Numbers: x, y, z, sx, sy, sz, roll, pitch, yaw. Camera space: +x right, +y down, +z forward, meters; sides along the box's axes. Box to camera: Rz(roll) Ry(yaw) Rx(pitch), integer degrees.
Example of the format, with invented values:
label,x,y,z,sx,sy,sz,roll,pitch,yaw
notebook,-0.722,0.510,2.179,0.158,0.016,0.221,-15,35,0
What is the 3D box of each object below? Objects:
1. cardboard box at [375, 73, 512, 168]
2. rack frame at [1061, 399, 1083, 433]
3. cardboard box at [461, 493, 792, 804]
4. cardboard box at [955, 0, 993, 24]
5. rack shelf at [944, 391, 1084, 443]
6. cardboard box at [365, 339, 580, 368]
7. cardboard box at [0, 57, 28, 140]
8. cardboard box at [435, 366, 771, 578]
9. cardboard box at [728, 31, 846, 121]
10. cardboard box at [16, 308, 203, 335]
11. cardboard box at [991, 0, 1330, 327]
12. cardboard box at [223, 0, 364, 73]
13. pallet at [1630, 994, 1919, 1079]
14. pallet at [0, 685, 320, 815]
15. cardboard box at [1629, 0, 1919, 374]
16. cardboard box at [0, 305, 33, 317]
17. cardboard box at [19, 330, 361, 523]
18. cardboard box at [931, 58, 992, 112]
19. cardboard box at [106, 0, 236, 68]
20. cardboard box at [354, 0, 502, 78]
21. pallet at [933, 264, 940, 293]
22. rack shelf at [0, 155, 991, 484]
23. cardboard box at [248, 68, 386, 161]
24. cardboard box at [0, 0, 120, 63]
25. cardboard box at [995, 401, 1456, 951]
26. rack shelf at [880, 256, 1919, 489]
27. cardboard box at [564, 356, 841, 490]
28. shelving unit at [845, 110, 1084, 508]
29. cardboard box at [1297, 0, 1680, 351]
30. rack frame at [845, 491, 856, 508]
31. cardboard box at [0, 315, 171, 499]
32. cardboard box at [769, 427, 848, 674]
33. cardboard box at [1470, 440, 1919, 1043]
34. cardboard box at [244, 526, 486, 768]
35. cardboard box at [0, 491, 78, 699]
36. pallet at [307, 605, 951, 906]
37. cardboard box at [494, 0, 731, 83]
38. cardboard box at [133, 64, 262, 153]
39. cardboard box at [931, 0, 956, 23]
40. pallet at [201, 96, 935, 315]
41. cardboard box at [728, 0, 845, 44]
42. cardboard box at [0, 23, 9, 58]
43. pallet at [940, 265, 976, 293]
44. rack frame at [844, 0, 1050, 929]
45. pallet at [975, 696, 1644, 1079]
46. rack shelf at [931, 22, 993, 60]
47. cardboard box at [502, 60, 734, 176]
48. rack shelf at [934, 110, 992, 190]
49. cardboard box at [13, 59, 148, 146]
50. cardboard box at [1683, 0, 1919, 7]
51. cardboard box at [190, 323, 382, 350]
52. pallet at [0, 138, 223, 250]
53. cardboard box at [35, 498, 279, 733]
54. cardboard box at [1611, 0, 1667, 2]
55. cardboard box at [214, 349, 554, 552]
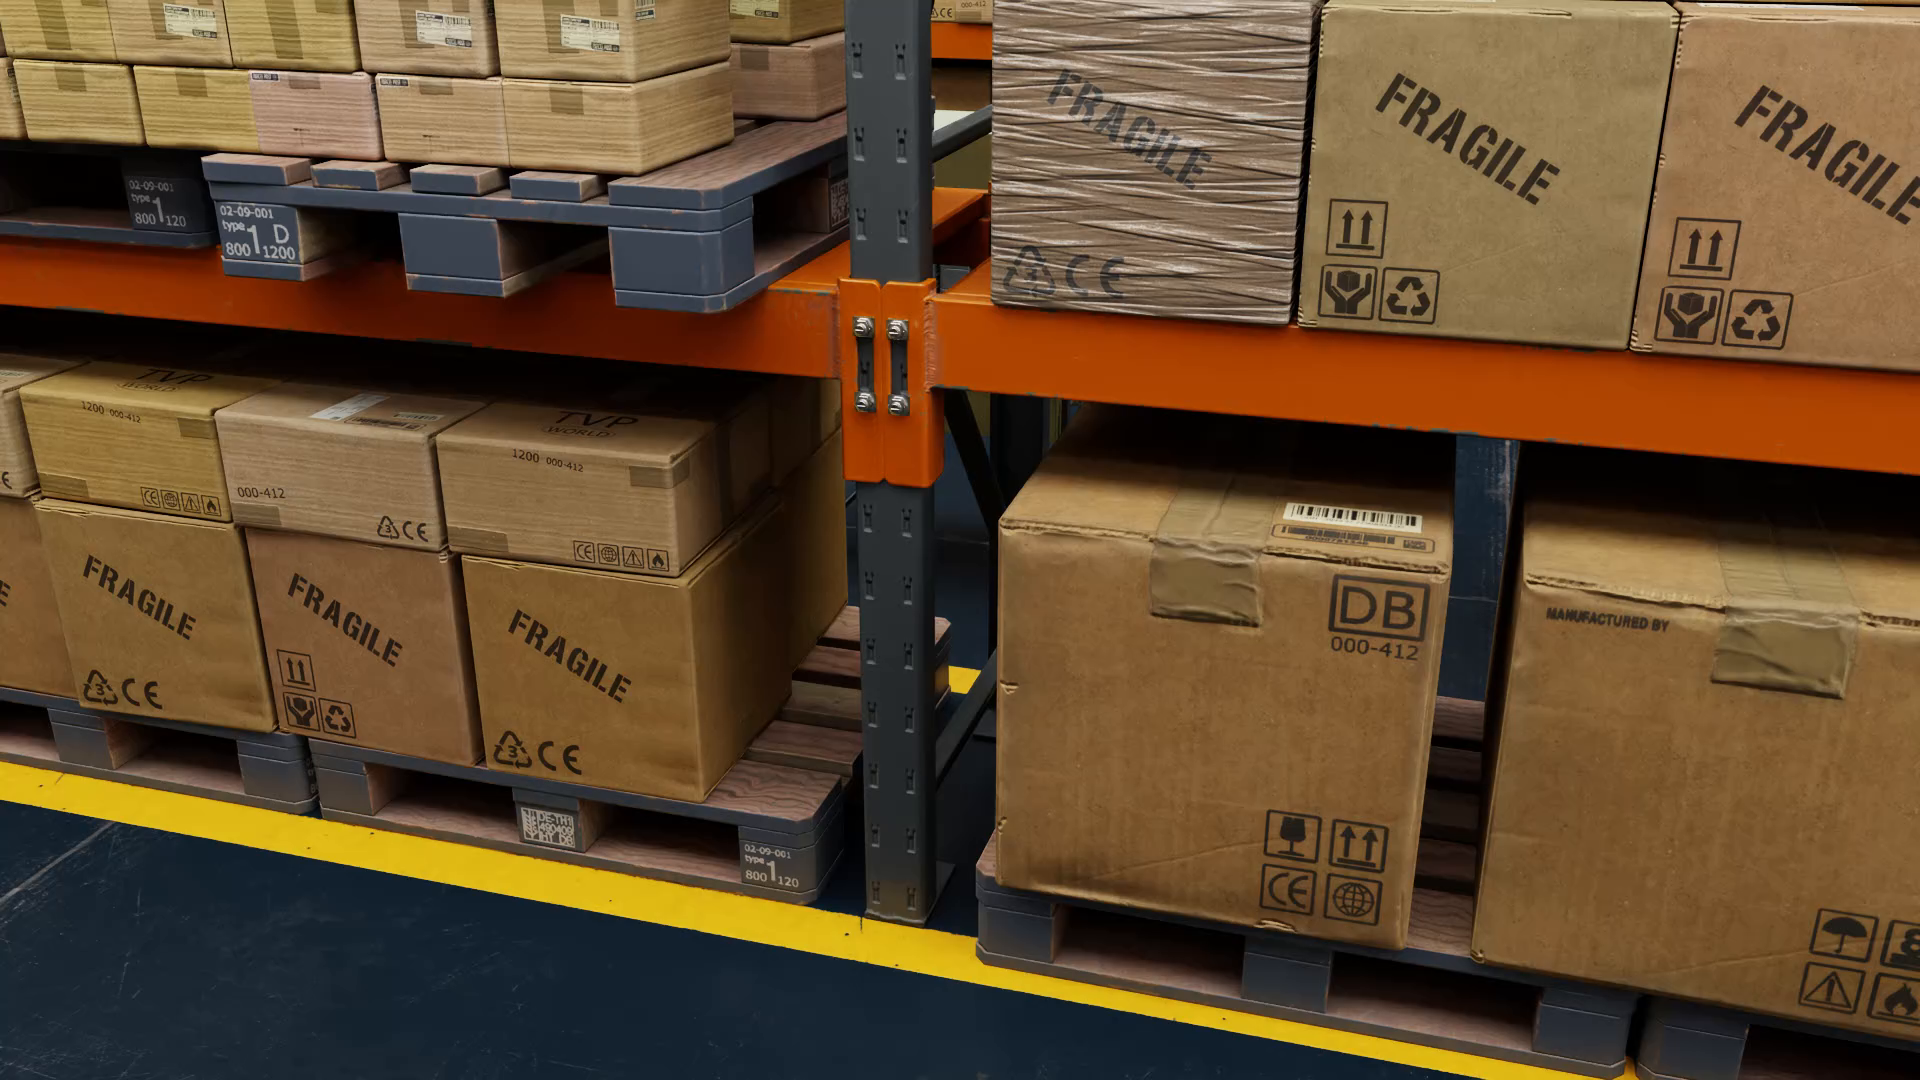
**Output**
label,x,y,z,sx,sy,sz,roll,pitch,yaw
cardboard box,-0.831,-0.784,3.006,0.250,0.149,0.380,6,23,15
rack frame,0.357,-0.653,4.886,0.023,1.500,0.400,7,23,16
cardboard box,-0.694,0.194,3.584,0.500,0.500,0.500,6,23,15
cardboard box,0.291,-2.542,7.713,0.500,0.250,0.500,7,23,16
rack shelf,0.006,-0.392,5.107,0.720,0.370,0.431,7,23,16
cardboard box,-1.065,-0.395,4.032,0.500,0.250,0.500,6,23,15
cardboard box,-1.820,-0.898,3.285,0.250,0.149,0.380,7,23,17
cardboard box,-0.719,-0.155,3.448,0.500,0.250,0.500,6,23,14
cardboard box,-0.359,-0.991,3.512,0.250,0.149,0.380,6,23,15
cardboard box,-2.034,-0.510,4.314,0.500,0.250,0.500,5,23,13
cardboard box,0.363,-0.690,2.867,0.500,0.500,0.500,7,23,16
cardboard box,-1.102,-0.952,3.023,0.250,0.149,0.380,7,23,17
pallet,1.908,0.748,3.169,1.213,0.211,1.003,7,23,16
pallet,-1.901,0.279,4.312,1.213,0.211,1.003,7,23,16
cardboard box,1.333,-0.580,2.599,0.500,0.500,0.500,7,23,15
cardboard box,-2.544,-0.563,4.442,0.500,0.250,0.500,8,24,18
cardboard box,-1.688,-0.268,3.723,0.500,0.250,0.500,7,23,17
cardboard box,-0.146,-2.017,8.481,0.875,0.875,0.875,7,23,16
cardboard box,-1.341,-0.979,3.091,0.250,0.149,0.380,7,23,16
cardboard box,-0.849,-0.924,2.955,0.250,0.149,0.380,7,23,18
pallet,-0.553,-1.558,8.791,1.213,0.211,1.003,7,23,16
rack shelf,-1.904,-0.677,3.916,4.000,0.370,1.077,7,23,16
cardboard box,-1.077,-0.812,3.074,0.250,0.149,0.380,7,23,16
cardboard box,-1.579,-1.007,3.159,0.250,0.149,0.380,6,23,15
cardboard box,0.568,0.155,3.350,0.750,0.750,1.050,6,23,15
rack shelf,1.926,-0.239,2.847,4.000,0.370,1.077,7,23,16
cardboard box,-0.579,-0.339,3.896,0.500,0.250,0.500,5,23,13
shelving unit,0.006,-0.693,4.984,0.755,1.500,0.431,7,23,16
cardboard box,0.851,-0.635,2.734,0.500,0.500,0.500,6,23,15
rack frame,-0.344,-0.733,5.081,0.023,1.500,0.400,7,23,16
cardboard box,-2.190,-0.322,3.855,0.500,0.250,0.500,7,23,18
cardboard box,-0.592,0.001,4.055,0.500,0.500,0.500,6,23,13
cardboard box,1.406,0.250,3.119,0.750,0.750,1.050,7,23,16
cardboard box,-1.190,0.136,3.726,0.500,0.500,0.500,8,23,18
cardboard box,-2.175,0.020,4.009,0.500,0.500,0.500,7,23,16
pallet,-0.737,0.413,3.985,1.213,0.211,1.003,7,23,16
cardboard box,-0.593,-0.895,2.885,0.250,0.149,0.380,7,23,17
cardboard box,-1.315,-0.840,3.144,0.250,0.149,0.380,6,23,15
cardboard box,-0.186,-2.603,7.862,0.500,0.250,0.500,6,23,15
pallet,-0.702,-0.741,3.378,1.003,0.211,1.213,7,23,16
cardboard box,-0.393,-1.132,3.464,0.250,0.149,0.380,8,24,18
cardboard box,-1.829,-1.036,3.228,0.250,0.149,0.380,7,23,17
pallet,0.611,-1.424,8.463,1.213,0.211,1.003,7,23,16
rack frame,0.011,-0.791,3.245,0.127,3.000,1.000,7,23,16
pallet,0.744,0.613,3.497,1.213,0.211,1.003,7,23,16
rack shelf,-0.570,-2.487,8.328,4.000,0.370,1.077,7,23,16
cardboard box,-0.594,-0.756,2.938,0.250,0.149,0.380,7,23,16
rack shelf,0.006,-1.054,4.836,0.720,0.370,0.431,7,23,16
cardboard box,-1.573,-0.869,3.215,0.250,0.149,0.380,6,23,13
cardboard box,1.415,-1.136,2.639,0.500,0.500,0.700,6,23,15
cardboard box,-1.535,-0.454,4.175,0.500,0.250,0.500,7,23,16
pallet,-1.896,-0.904,3.774,1.213,0.211,1.003,7,23,16
cardboard box,-1.701,0.084,3.853,0.500,0.500,0.500,5,23,13
cardboard box,0.923,-1.192,2.774,0.500,0.500,0.700,6,23,15
cardboard box,-1.206,-0.207,3.573,0.500,0.250,0.500,7,23,16
